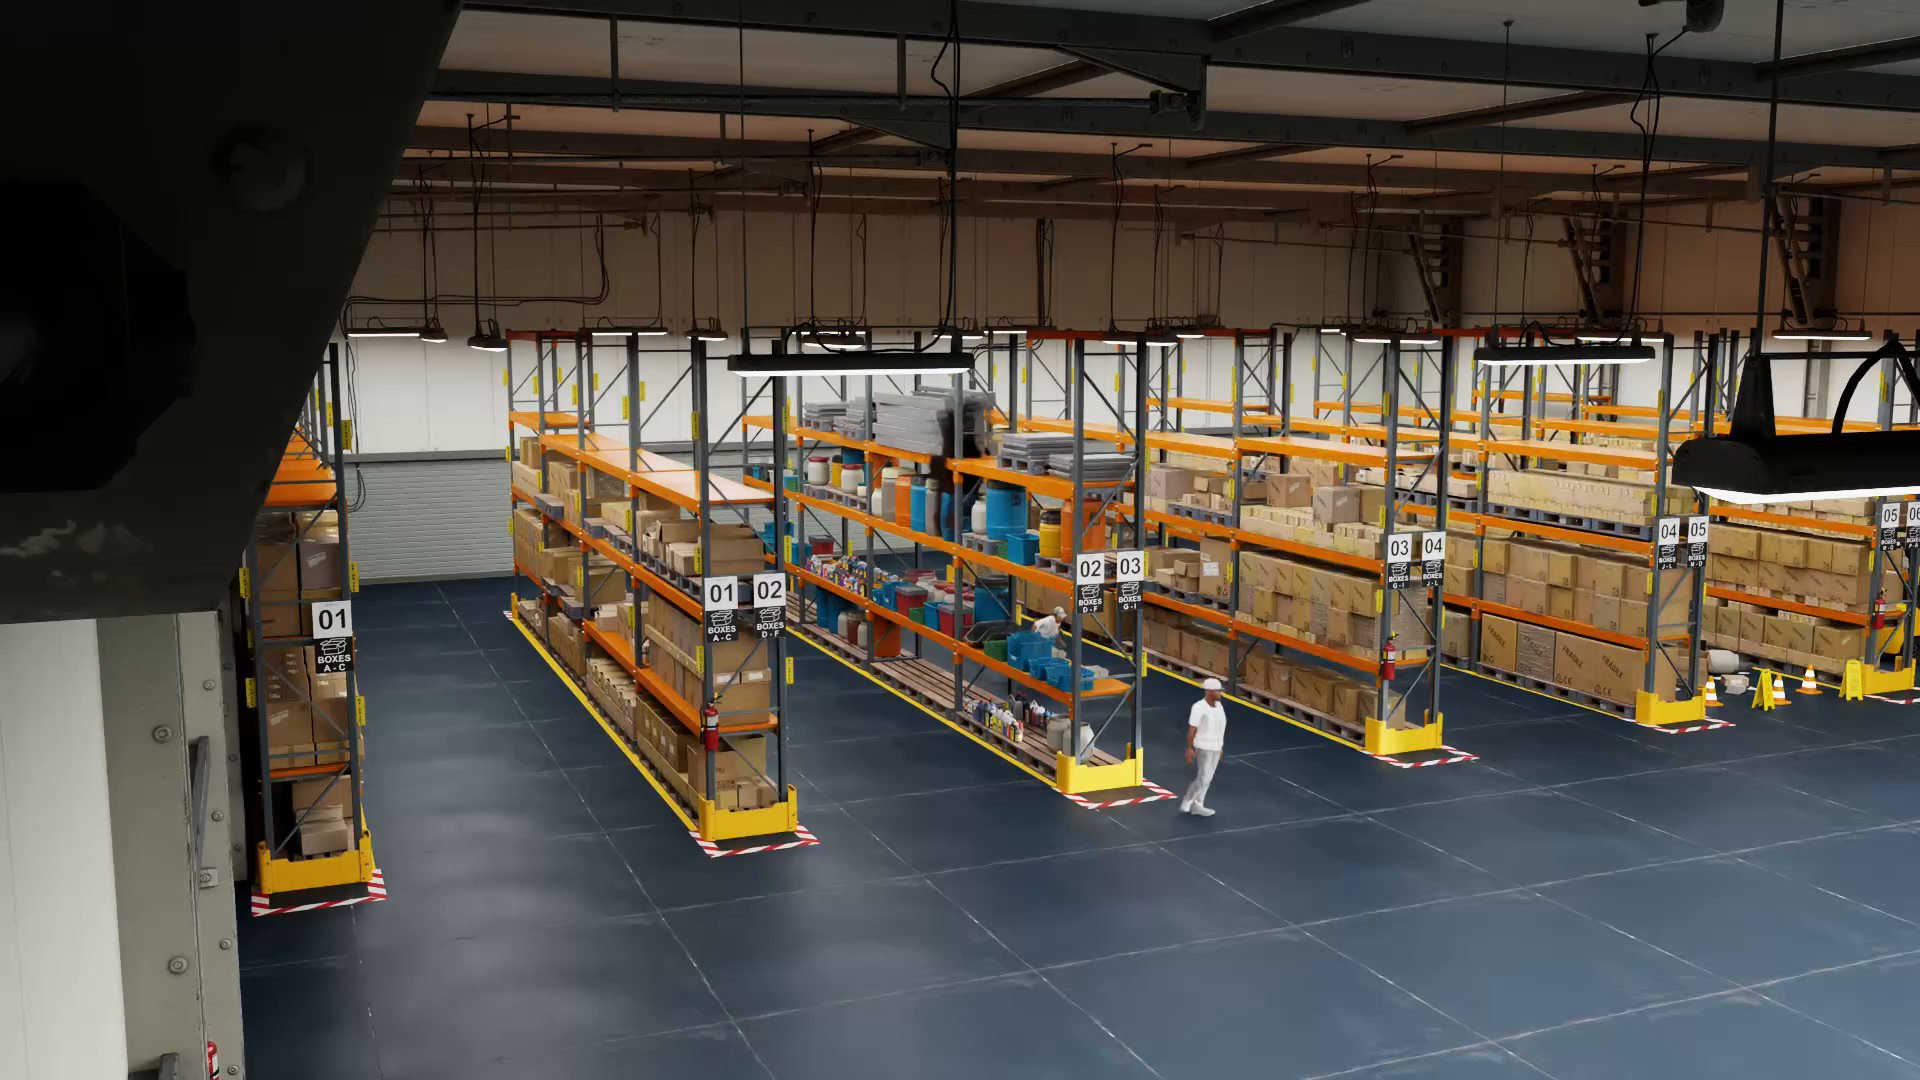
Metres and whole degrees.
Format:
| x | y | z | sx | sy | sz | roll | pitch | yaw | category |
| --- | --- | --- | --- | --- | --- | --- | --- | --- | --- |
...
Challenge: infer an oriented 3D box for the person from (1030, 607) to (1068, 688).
| x | y | z | sx | sy | sz | roll | pitch | yaw | category |
| --- | --- | --- | --- | --- | --- | --- | --- | --- | --- |
| 1.422 | 1.830 | 27.898 | 0.851 | 1.475 | 0.629 | 5 | 9 | 35 | person |

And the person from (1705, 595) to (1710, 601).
| x | y | z | sx | sy | sz | roll | pitch | yaw | category |
| --- | --- | --- | --- | --- | --- | --- | --- | --- | --- |
| 15.542 | 0.869 | 34.596 | 0.848 | 1.562 | 0.692 | 7 | 11 | 42 | person |

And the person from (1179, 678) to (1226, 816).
| x | y | z | sx | sy | sz | roll | pitch | yaw | category |
| --- | --- | --- | --- | --- | --- | --- | --- | --- | --- |
| 3.075 | 2.614 | 20.985 | 0.438 | 1.753 | 0.671 | 7 | 10 | 40 | person |
